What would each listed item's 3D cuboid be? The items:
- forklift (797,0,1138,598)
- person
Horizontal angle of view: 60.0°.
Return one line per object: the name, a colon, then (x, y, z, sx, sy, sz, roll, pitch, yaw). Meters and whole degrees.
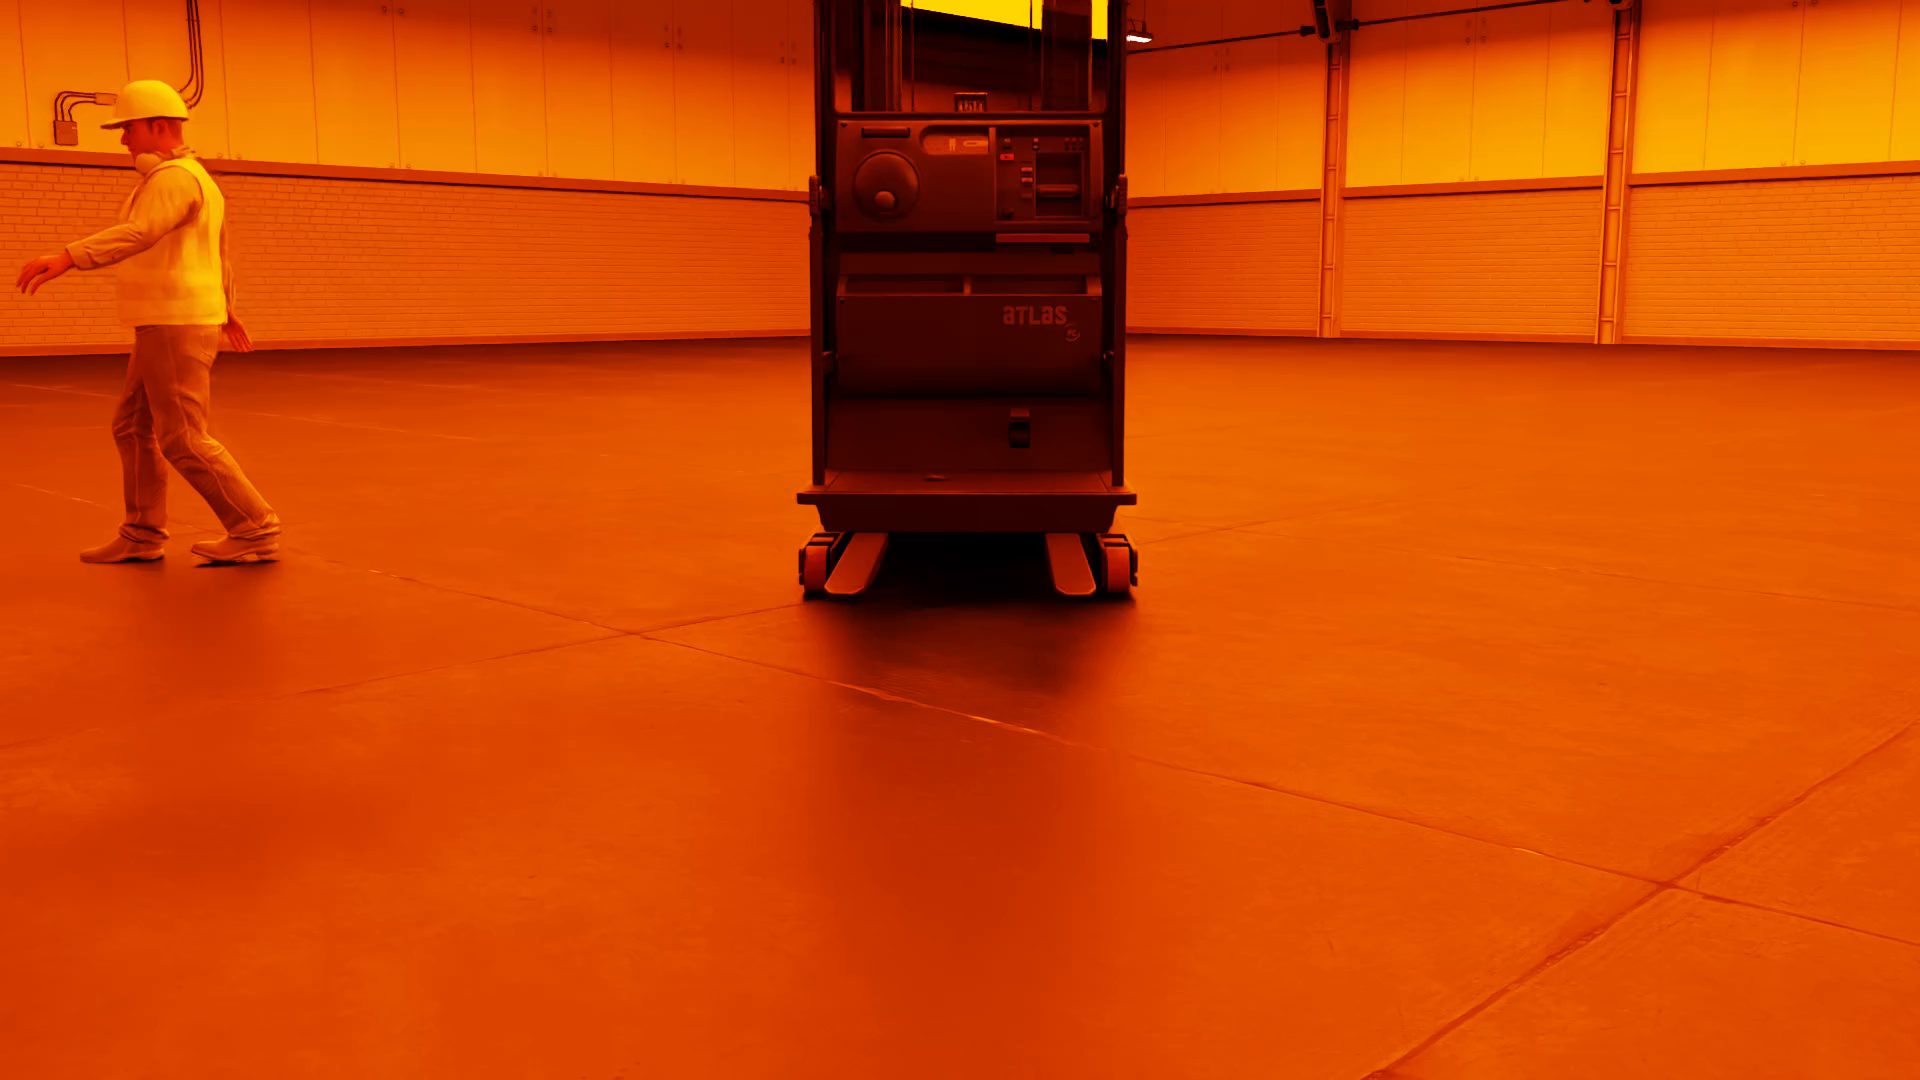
forklift: (0.030, -1.314, 5.600, 1.130, 2.935, 3.031, 0, 9, 1)
person: (-2.924, -0.781, 6.098, 0.756, 1.753, 0.943, -3, 9, -17)
